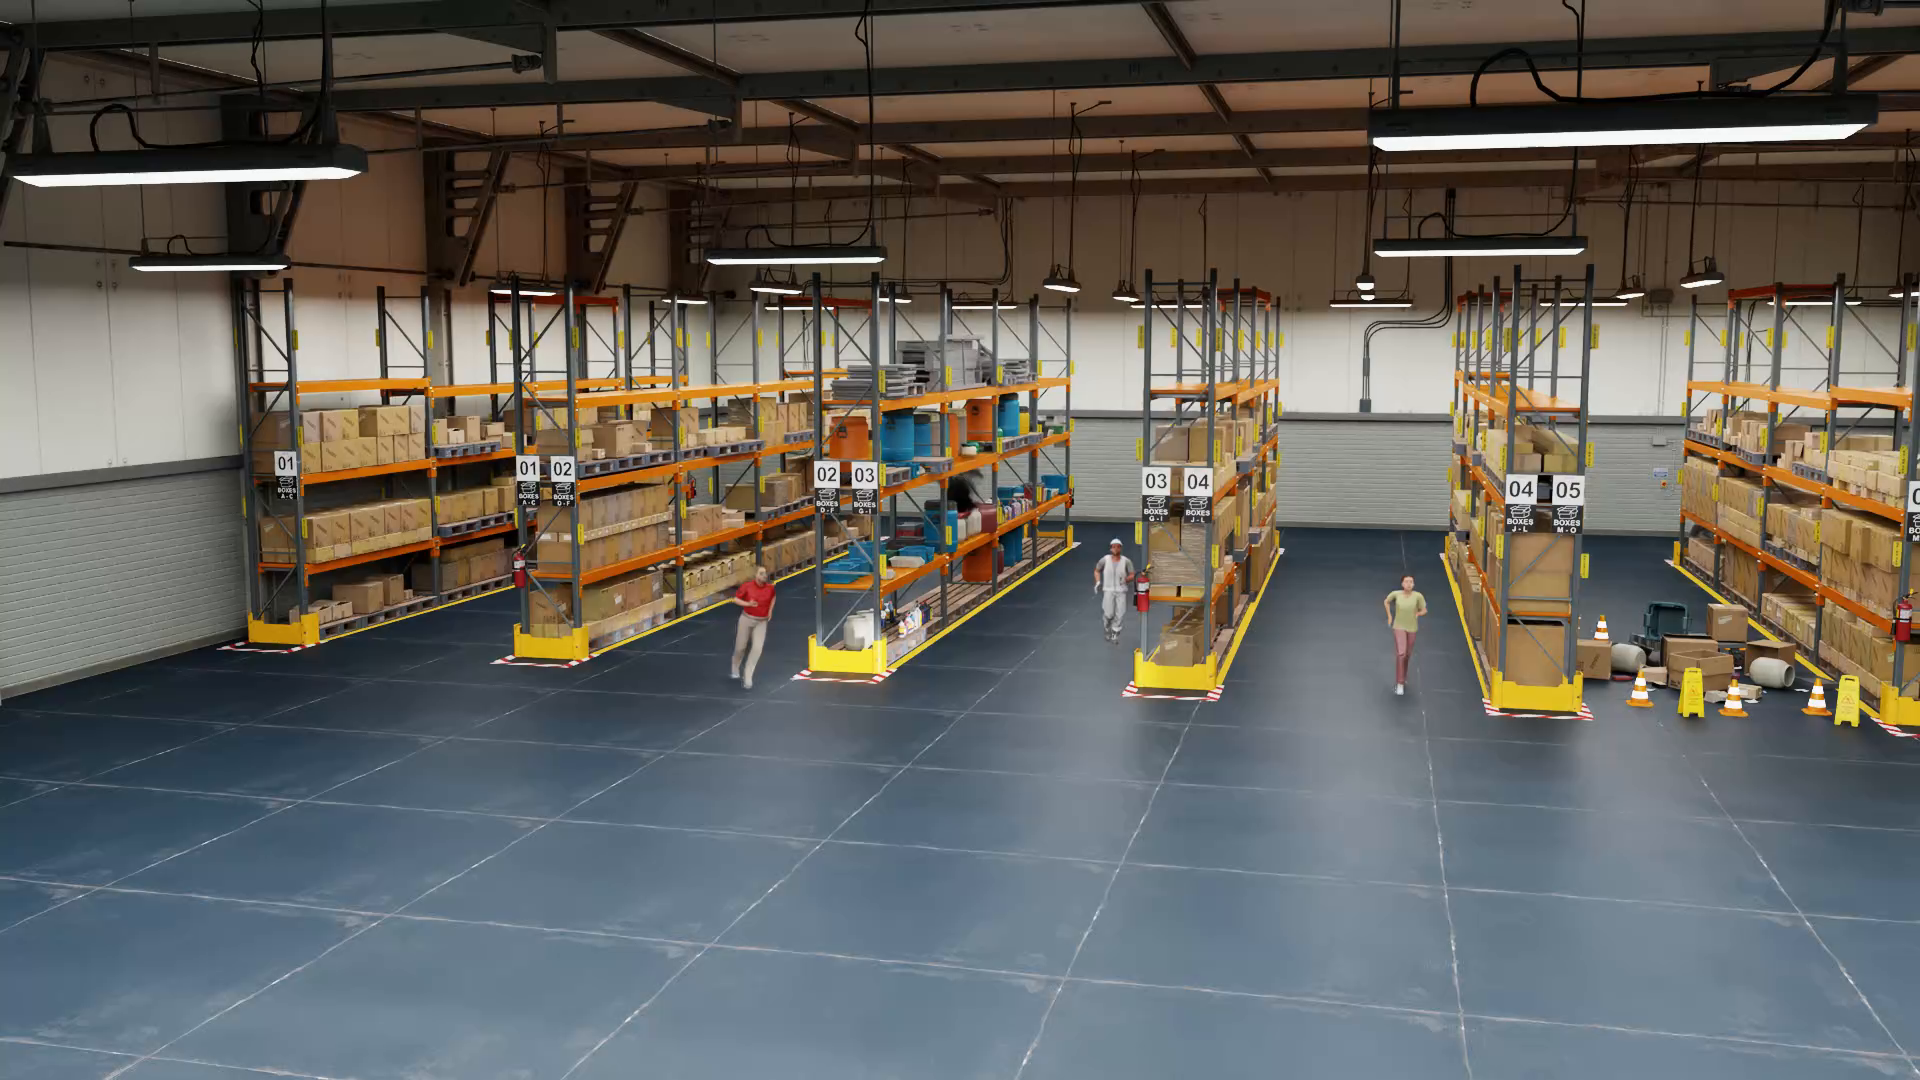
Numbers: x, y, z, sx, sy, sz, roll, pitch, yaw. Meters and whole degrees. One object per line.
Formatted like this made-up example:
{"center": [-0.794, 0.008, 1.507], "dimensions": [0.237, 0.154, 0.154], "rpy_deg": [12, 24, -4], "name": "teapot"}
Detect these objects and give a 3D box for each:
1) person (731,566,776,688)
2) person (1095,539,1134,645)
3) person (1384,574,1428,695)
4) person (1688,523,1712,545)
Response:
{"center": [-3.000, 1.246, 24.410], "dimensions": [0.680, 1.744, 0.845], "rpy_deg": [-2, 7, -16], "name": "person"}
{"center": [2.508, 0.857, 26.981], "dimensions": [0.645, 1.738, 0.611], "rpy_deg": [0, 7, 3], "name": "person"}
{"center": [6.394, 1.316, 23.844], "dimensions": [0.559, 1.702, 0.778], "rpy_deg": [0, 7, 2], "name": "person"}
{"center": [17.039, -0.418, 38.331], "dimensions": [0.624, 1.611, 0.909], "rpy_deg": [-5, 8, -34], "name": "person"}
